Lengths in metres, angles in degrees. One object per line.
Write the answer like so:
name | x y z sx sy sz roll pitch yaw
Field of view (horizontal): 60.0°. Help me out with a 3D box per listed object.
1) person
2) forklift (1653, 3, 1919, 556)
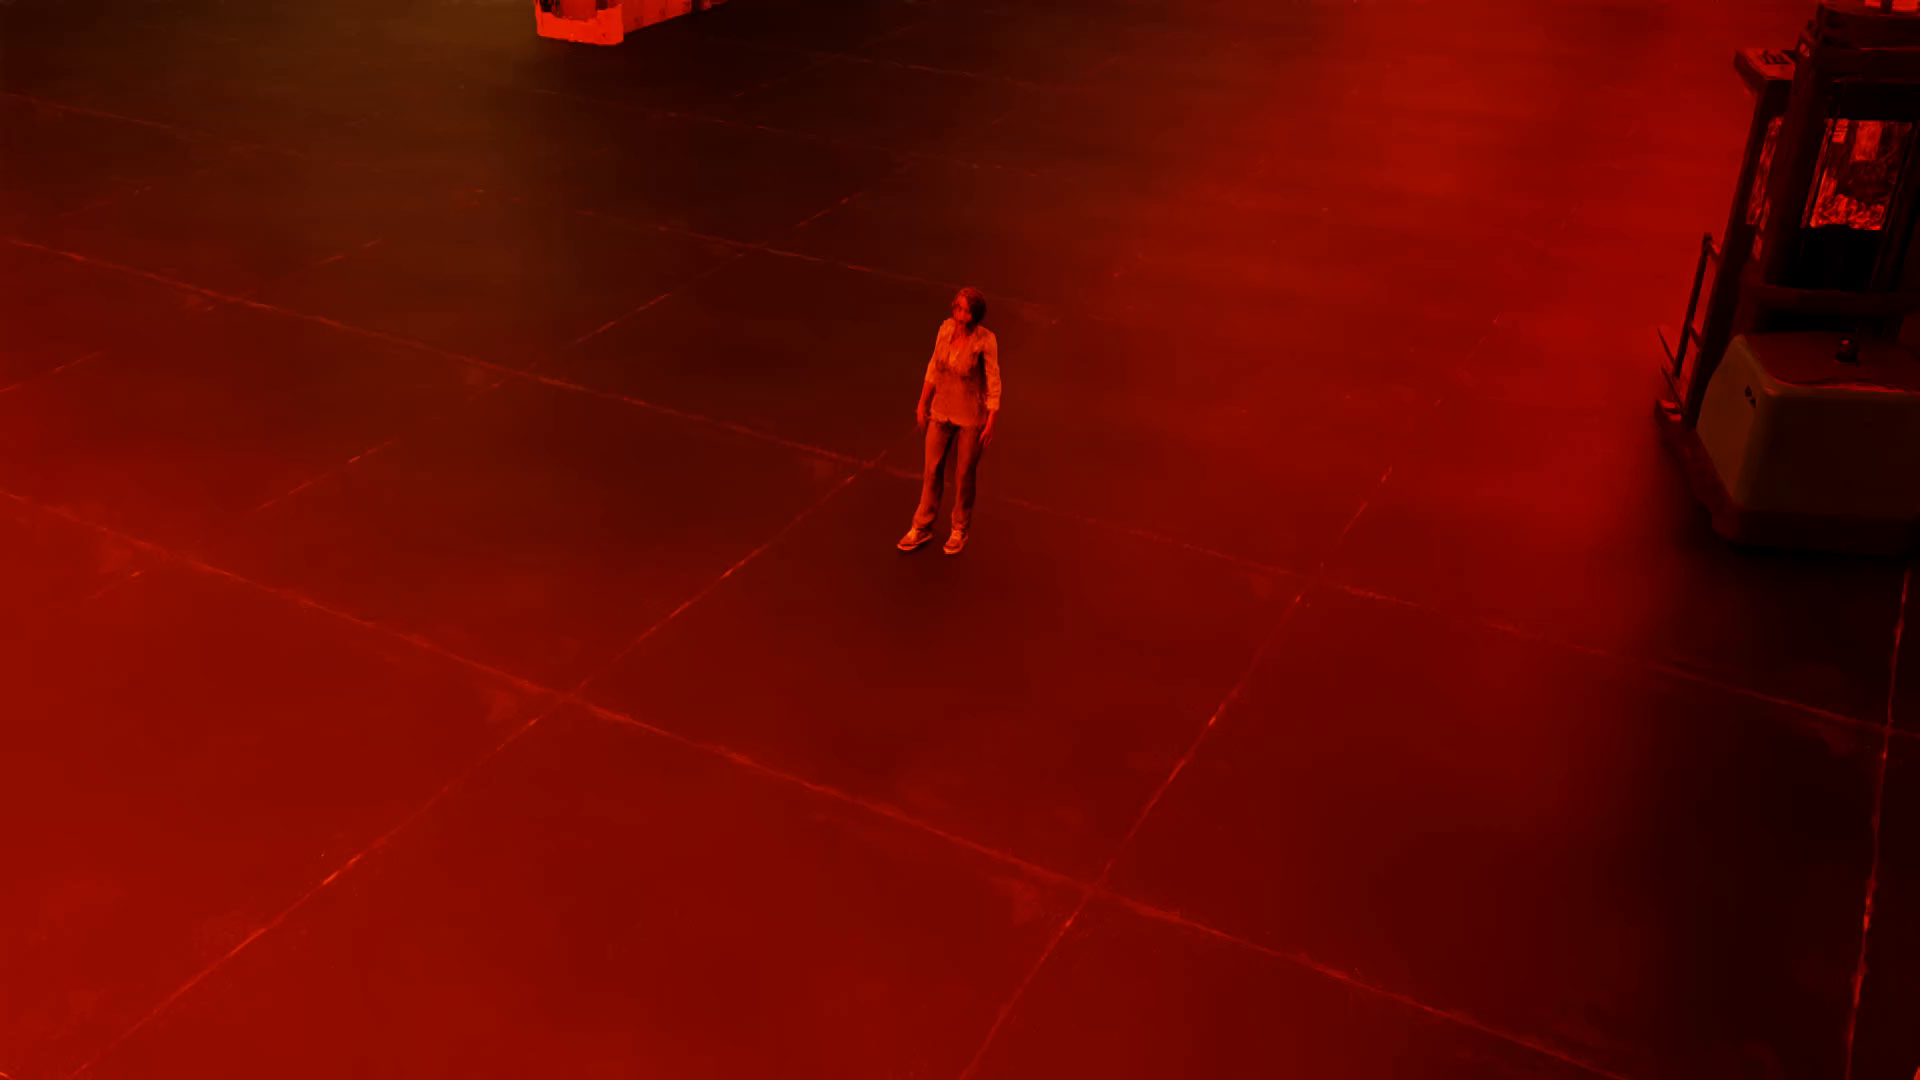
person | -0.048 -0.669 9.550 0.521 1.597 0.474 15 33 25
forklift | 5.269 -1.894 10.352 1.130 2.935 3.031 4 30 8
